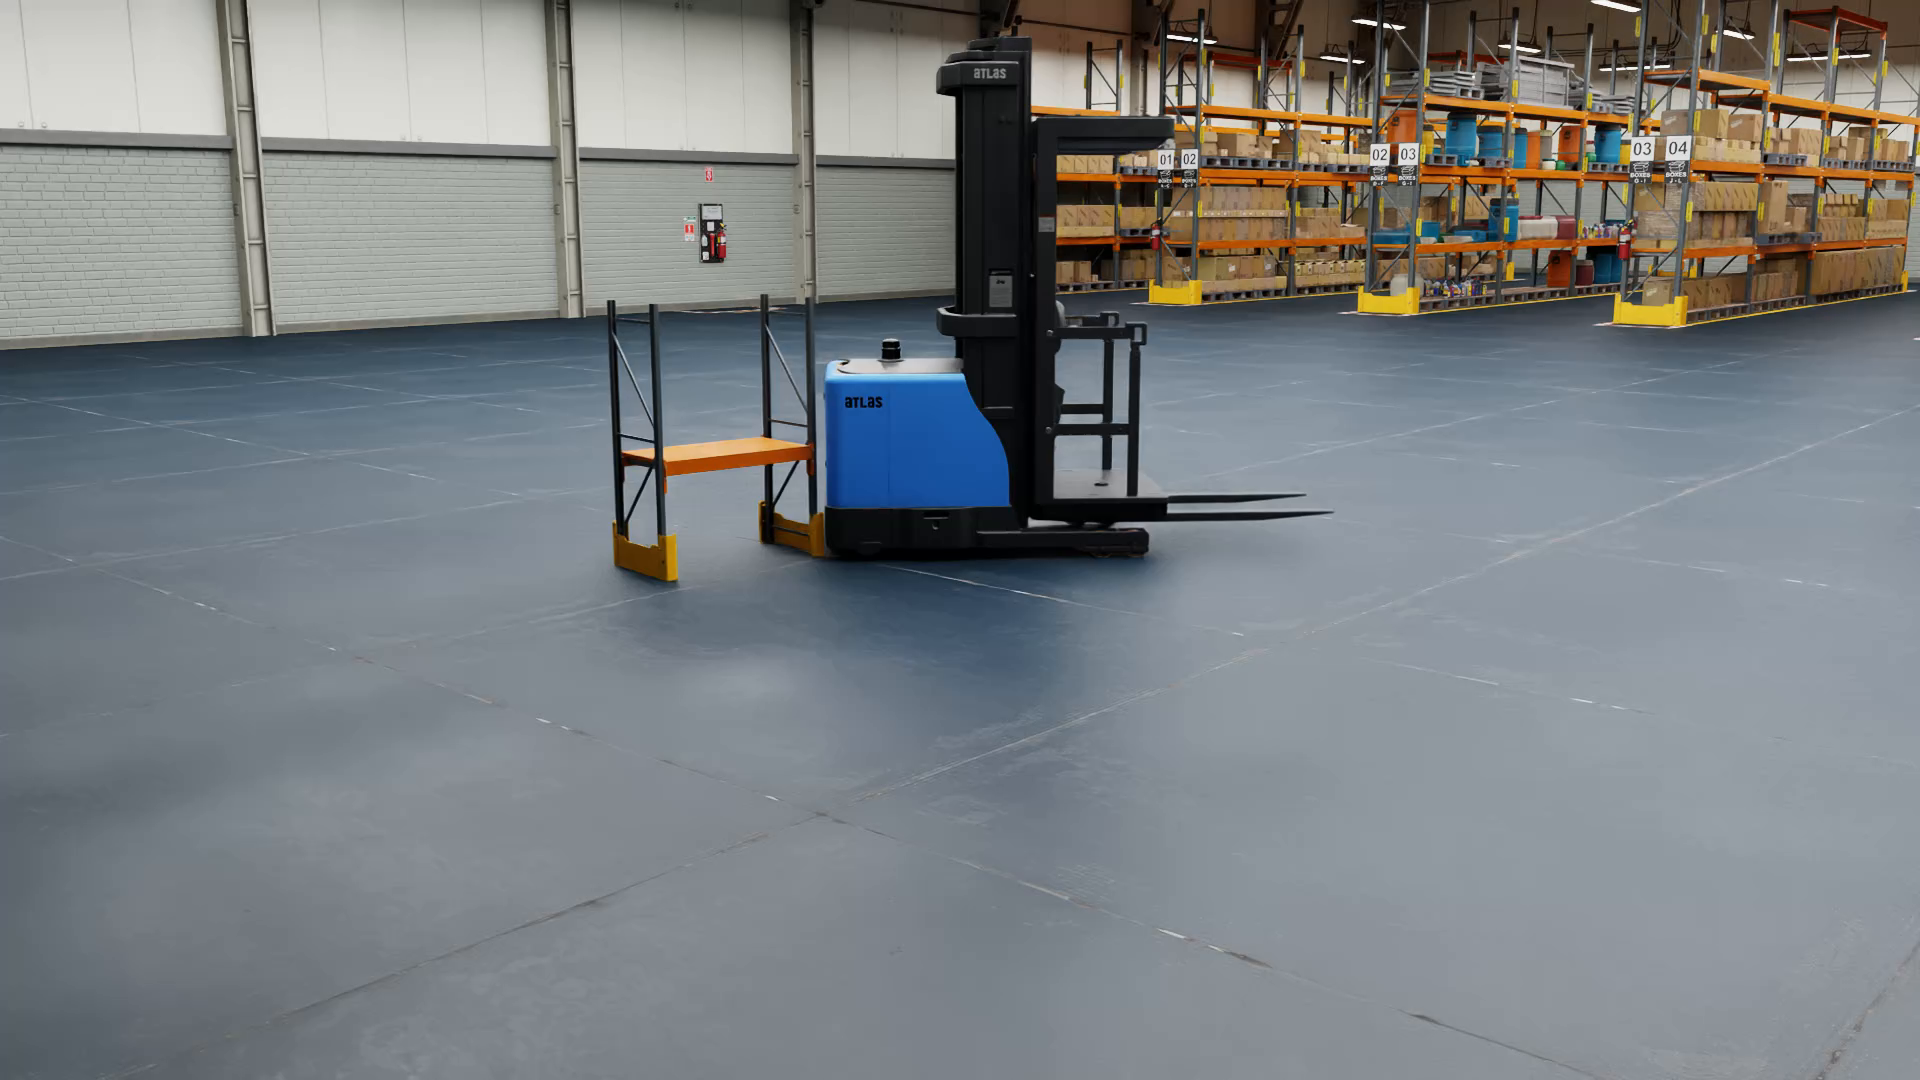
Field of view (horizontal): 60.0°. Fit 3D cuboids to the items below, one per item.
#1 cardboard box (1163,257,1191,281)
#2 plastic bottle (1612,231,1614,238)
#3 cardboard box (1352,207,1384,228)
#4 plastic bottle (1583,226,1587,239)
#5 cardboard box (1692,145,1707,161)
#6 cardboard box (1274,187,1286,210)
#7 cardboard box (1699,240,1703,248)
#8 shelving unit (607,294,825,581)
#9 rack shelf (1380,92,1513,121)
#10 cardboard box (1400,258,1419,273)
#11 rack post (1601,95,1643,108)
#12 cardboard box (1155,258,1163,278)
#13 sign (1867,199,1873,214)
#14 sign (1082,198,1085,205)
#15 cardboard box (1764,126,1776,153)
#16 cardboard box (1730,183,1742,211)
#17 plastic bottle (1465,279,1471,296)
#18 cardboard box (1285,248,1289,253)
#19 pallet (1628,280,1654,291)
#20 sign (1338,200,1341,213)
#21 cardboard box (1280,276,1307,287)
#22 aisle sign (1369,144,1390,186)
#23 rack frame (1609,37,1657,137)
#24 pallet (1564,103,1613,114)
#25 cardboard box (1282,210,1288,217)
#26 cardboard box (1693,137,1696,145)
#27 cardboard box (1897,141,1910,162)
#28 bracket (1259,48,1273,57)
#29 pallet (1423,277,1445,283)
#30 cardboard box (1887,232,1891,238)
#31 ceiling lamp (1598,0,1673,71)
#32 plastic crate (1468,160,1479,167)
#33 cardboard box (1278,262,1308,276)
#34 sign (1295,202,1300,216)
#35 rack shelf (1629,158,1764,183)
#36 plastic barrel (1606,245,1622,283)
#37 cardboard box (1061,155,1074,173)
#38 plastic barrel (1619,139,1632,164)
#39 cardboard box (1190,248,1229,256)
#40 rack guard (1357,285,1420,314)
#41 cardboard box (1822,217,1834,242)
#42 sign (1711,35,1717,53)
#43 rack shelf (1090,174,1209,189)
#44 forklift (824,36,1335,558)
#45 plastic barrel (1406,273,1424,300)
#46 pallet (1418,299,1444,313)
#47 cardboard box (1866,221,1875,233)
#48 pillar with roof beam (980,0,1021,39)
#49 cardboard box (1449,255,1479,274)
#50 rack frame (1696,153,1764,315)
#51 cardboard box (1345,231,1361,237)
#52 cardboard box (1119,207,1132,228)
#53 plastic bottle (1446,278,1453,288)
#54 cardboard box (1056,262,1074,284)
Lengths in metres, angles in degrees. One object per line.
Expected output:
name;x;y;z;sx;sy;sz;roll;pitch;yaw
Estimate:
cardboard box;4.739;-5.876;36.005;0.500;0.500;0.500;10;15;40
plastic bottle;15.512;-7.292;39.570;0.097;0.201;0.097;0;11;0
cardboard box;10.220;-8.072;41.642;0.700;0.500;0.500;4;12;21
plastic bottle;14.387;-7.076;38.280;0.061;0.283;0.133;10;15;40
cardboard box;12.559;-6.687;28.756;0.500;0.250;0.500;10;15;42
cardboard box;6.961;-7.741;37.741;0.700;0.500;0.500;10;15;41
cardboard box;12.920;-5.248;29.471;0.380;0.149;0.250;10;15;40
shelving unit;-1.388;-0.622;9.497;1.083;1.500;0.587;-10;15;-40
rack shelf;9.647;-8.579;33.049;1.077;0.370;4.000;10;15;40
cardboard box;11.421;-6.959;42.651;0.500;0.500;0.500;9;14;38
rack post;15.668;-10.443;39.713;0.937;0.300;0.954;9;15;39
cardboard box;4.996;-7.090;43.309;0.700;0.500;0.500;10;15;40
sign;20.383;-7.478;37.237;0.100;0.325;0.005;10;15;40
sign;3.106;-8.401;41.656;0.100;0.325;0.005;10;15;40
cardboard box;15.072;-7.624;31.731;0.797;0.503;0.637;9;14;38
cardboard box;13.938;-6.277;30.411;0.500;0.500;0.500;10;15;40
plastic bottle;10.419;-5.190;34.176;0.144;0.351;0.185;10;15;40
cardboard box;9.652;-8.455;48.536;0.380;0.149;0.250;9;15;39
pallet;16.704;-6.404;41.733;1.003;0.211;1.213;10;15;40
sign;9.475;-8.308;41.394;0.100;0.325;0.005;10;15;40
cardboard box;7.701;-6.007;38.574;0.500;0.250;0.500;9;15;39
aisle sign;8.056;-7.195;31.938;0.394;0.787;0.004;10;15;40
rack frame;16.248;-10.600;40.305;1.000;3.000;0.127;10;15;40
pallet;14.107;-9.825;37.928;1.213;0.211;1.003;10;15;40
cardboard box;7.230;-7.421;37.797;0.380;0.149;0.250;10;15;40
cardboard box;12.403;-6.855;28.582;0.380;0.149;0.250;10;15;40
cardboard box;22.306;-9.297;39.861;0.700;0.500;0.500;9;14;37
bracket;8.611;-13.754;46.906;0.235;0.232;0.430;10;15;40
pallet;12.021;-6.807;43.752;1.003;0.211;1.213;10;15;40
cardboard box;21.612;-7.163;39.057;0.380;0.149;0.250;10;15;41
ceiling lamp;18.819;-14.762;46.244;2.000;3.185;0.800;10;15;40
plastic crate;10.211;-7.534;33.288;0.243;0.136;0.396;10;15;40
cardboard box;7.709;-6.283;38.526;0.500;0.311;0.500;10;15;41
sign;7.667;-7.514;37.759;0.100;0.325;0.005;10;15;40
rack shelf;13.368;-6.664;30.097;1.077;0.370;4.000;10;15;40
plastic barrel;15.876;-6.757;40.668;0.600;0.901;0.708;10;15;40
cardboard box;2.352;-8.953;39.412;0.500;0.500;0.500;11;16;44
plastic barrel;15.798;-9.266;39.736;0.600;0.588;0.600;0;11;0
cardboard box;6.750;-7.593;44.986;0.750;0.750;0.750;10;15;40
rack guard;8.342;-4.684;32.385;1.175;0.500;0.348;10;15;40
cardboard box;18.192;-6.590;35.294;0.500;0.500;0.500;9;15;39
sign;14.267;-9.389;31.454;0.100;0.325;0.005;10;15;40
rack shelf;4.846;-9.174;42.663;1.077;0.370;4.000;10;15;40
forklift;0.704;-1.433;9.904;3.031;2.935;1.130;-1;11;-4
plastic barrel;9.035;-5.059;33.160;0.421;0.512;0.421;0;11;0
pallet;8.882;-4.661;33.008;1.003;0.211;1.213;10;15;40
cardboard box;20.476;-7.125;37.849;0.500;0.250;0.500;9;15;39
pillar with roof beam;3.931;-9.773;36.168;9.100;9.000;0.548;10;15;40
cardboard box;13.766;-7.567;45.691;0.797;0.503;0.637;10;15;40
rack frame;14.688;-5.840;31.794;1.000;3.000;0.127;10;15;40
cardboard box;9.503;-7.419;40.339;0.380;0.149;0.250;10;15;40
cardboard box;3.887;-8.097;41.713;0.700;0.500;0.500;10;15;41
plastic bottle;10.231;-5.314;34.797;0.144;0.351;0.185;10;15;40
cardboard box;2.307;-6.439;40.048;0.700;0.500;0.500;9;14;37
